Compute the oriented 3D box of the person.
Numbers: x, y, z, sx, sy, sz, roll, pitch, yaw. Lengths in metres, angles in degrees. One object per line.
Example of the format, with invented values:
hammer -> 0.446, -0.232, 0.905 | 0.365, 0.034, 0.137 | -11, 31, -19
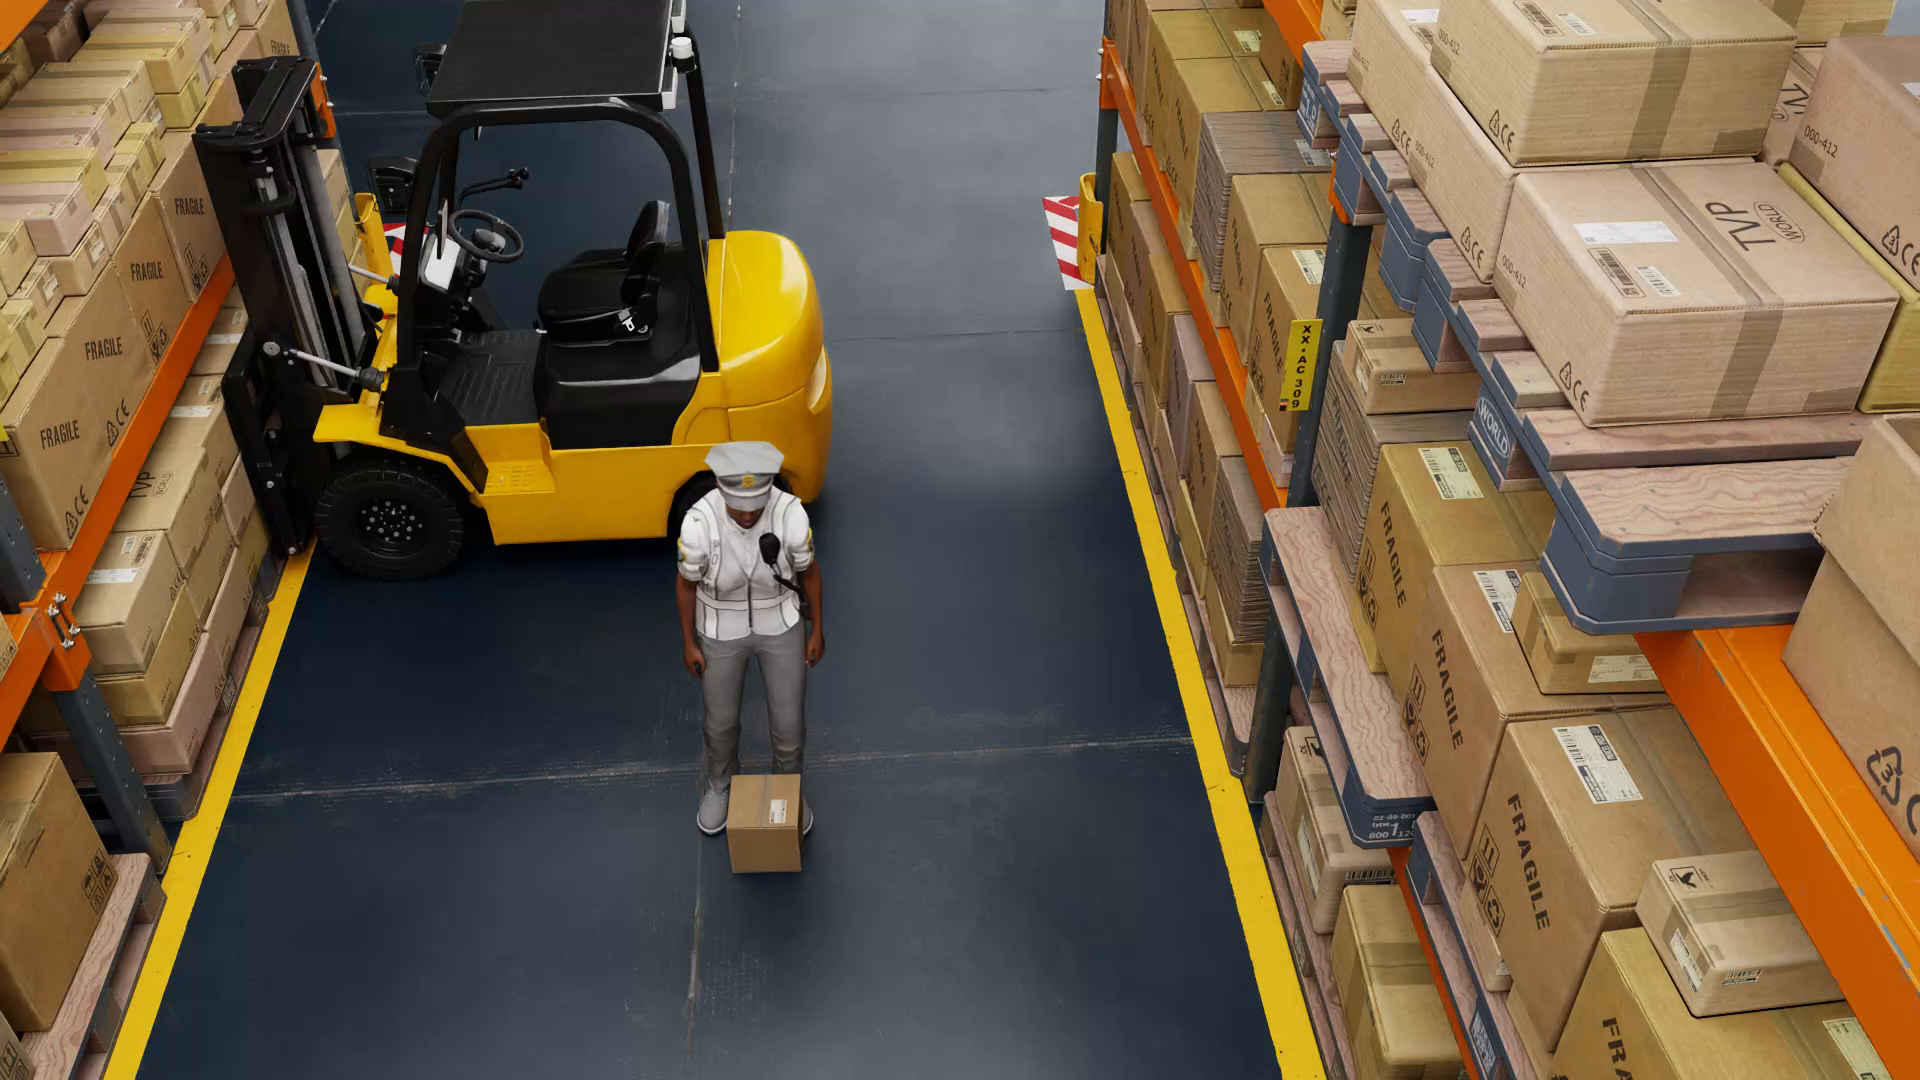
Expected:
person -> -0.725, 0.340, 5.741 | 0.527, 1.658, 0.428 | -5, 40, -7
